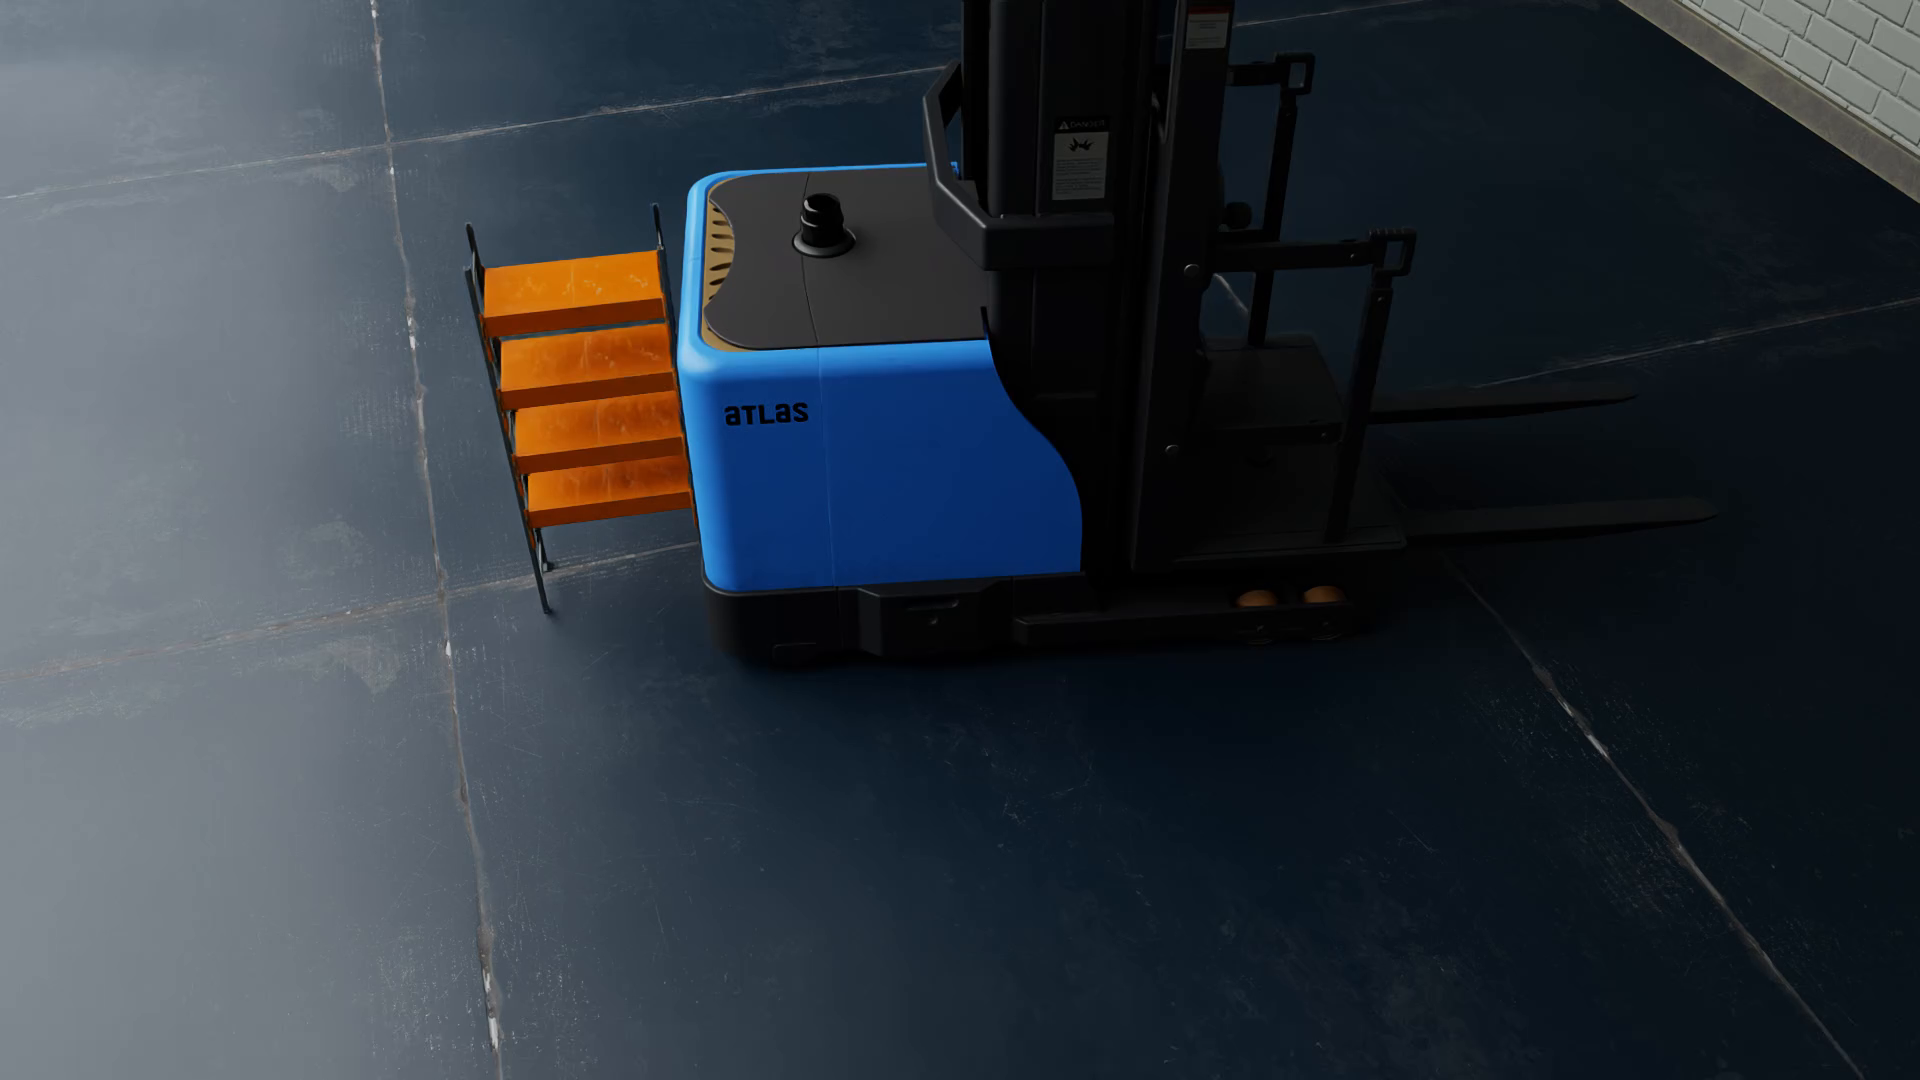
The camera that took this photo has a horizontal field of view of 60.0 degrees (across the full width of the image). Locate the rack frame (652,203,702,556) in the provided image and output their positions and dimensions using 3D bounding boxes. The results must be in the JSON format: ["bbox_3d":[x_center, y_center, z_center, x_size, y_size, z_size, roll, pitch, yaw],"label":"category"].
[{"bbox_3d":[-0.791,-0.373,4.762,0.015,1.200,0.240,-8,42,-8],"label":"rack frame"}]

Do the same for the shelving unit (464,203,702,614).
[{"bbox_3d":[-1.030,-0.341,4.726,0.503,1.200,0.258,-8,42,-8],"label":"shelving unit"}]

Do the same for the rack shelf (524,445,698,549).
[{"bbox_3d":[-1.029,-0.141,4.902,0.480,0.148,0.258,-8,42,-8],"label":"rack shelf"}]

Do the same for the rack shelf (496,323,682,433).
[{"bbox_3d":[-1.031,-0.458,4.623,0.480,0.148,0.258,-8,42,-8],"label":"rack shelf"}]

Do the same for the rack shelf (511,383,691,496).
[{"bbox_3d":[-1.030,-0.290,4.771,0.480,0.148,0.258,-8,42,-8],"label":"rack shelf"}]

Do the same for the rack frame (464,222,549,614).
[{"bbox_3d":[-1.270,-0.308,4.690,0.015,1.200,0.240,-8,42,-8],"label":"rack frame"}]

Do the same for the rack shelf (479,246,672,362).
[{"bbox_3d":[-1.032,-0.636,4.467,0.480,0.148,0.258,-8,42,-8],"label":"rack shelf"}]

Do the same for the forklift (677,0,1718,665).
[{"bbox_3d":[0.744,-1.142,4.329,3.031,2.935,1.130,-3,41,-4],"label":"forklift"}]
